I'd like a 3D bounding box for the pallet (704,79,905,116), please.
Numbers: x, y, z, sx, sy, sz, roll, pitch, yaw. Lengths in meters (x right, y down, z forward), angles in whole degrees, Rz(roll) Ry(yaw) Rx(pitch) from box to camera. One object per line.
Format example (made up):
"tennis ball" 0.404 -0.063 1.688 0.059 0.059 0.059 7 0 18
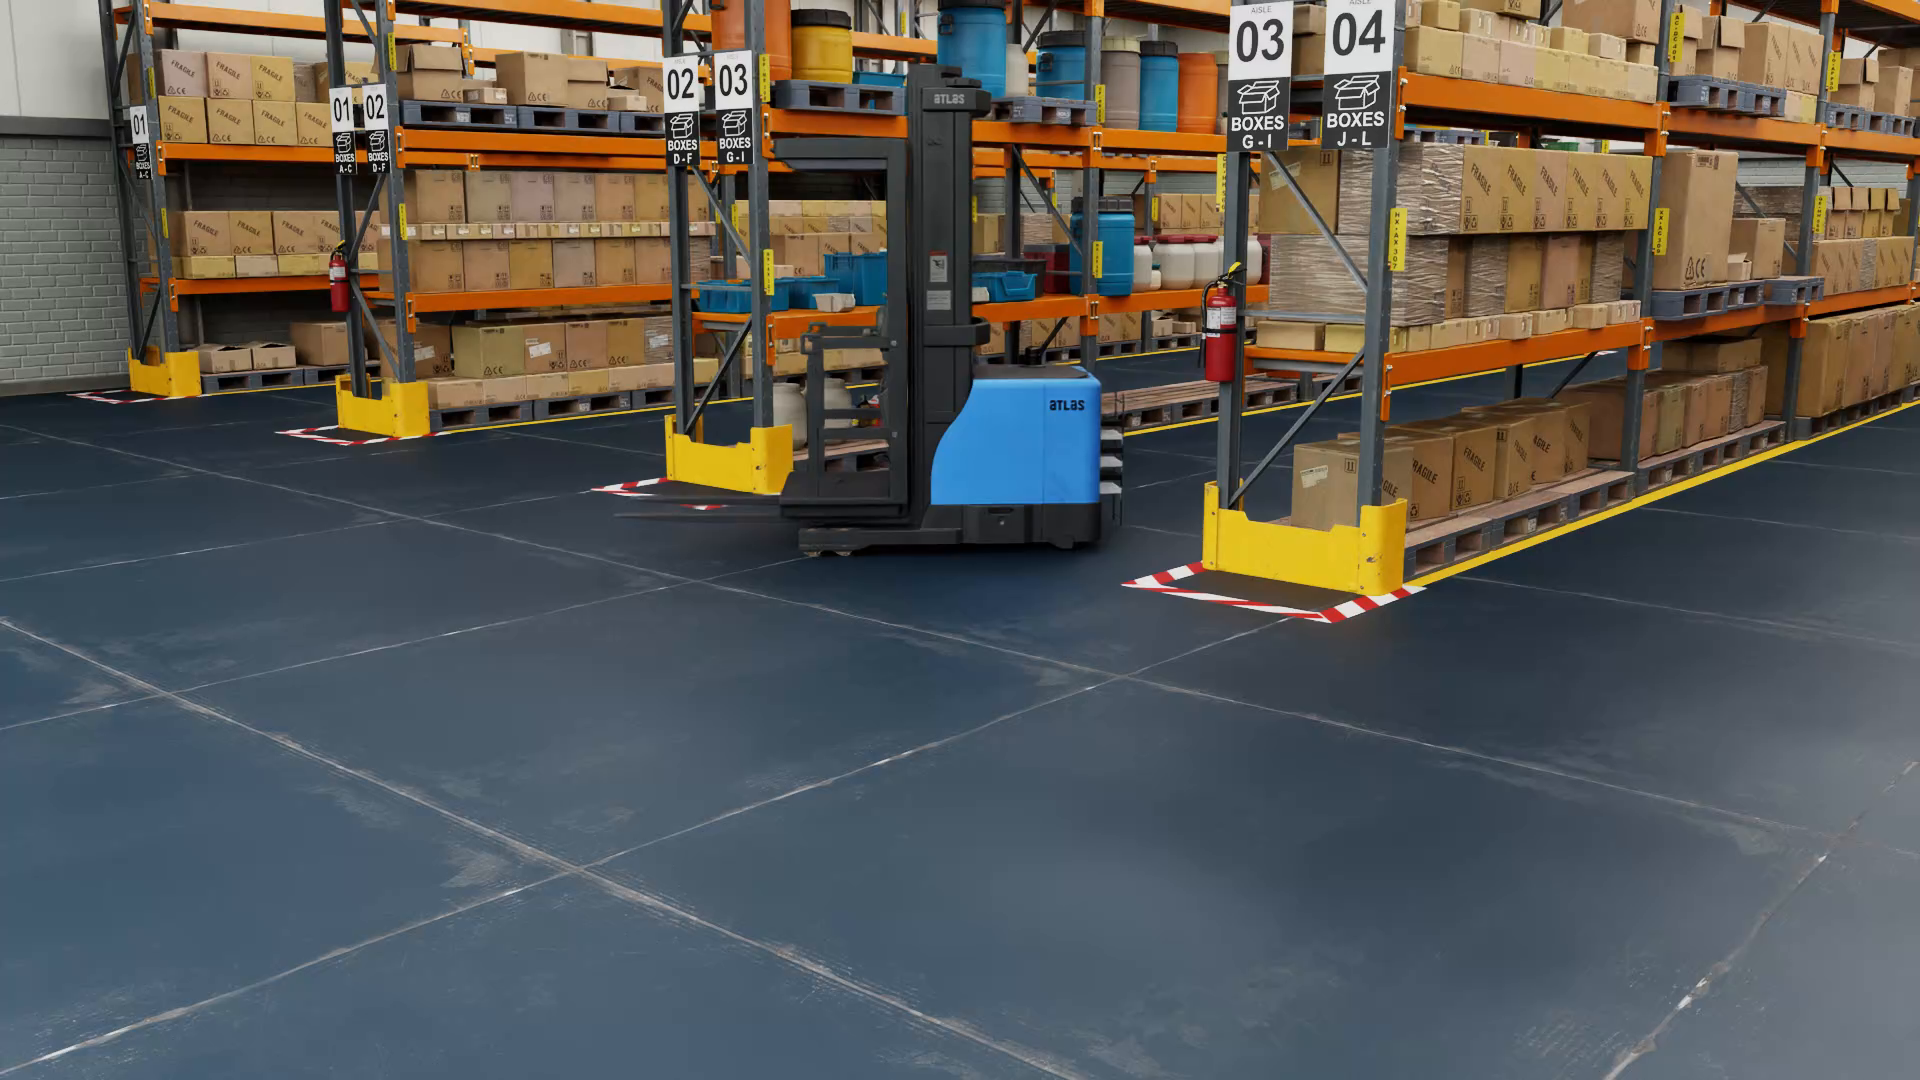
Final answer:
"pallet" -1.183 -3.374 12.768 1.003 0.211 1.213 10 15 40

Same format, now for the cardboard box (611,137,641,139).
"cardboard box" -4.889 -5.697 23.602 0.637 0.503 0.797 -10 15 -40

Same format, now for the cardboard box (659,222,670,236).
"cardboard box" -3.234 -3.340 17.865 0.380 0.149 0.250 9 15 39

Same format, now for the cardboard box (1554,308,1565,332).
"cardboard box" 3.775 -1.464 11.025 0.380 0.149 0.250 10 15 40

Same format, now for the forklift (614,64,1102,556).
"forklift" -0.650 -1.446 10.467 3.031 2.935 1.130 0 11 -2

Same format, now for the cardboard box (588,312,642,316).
"cardboard box" -3.746 -2.239 18.295 0.500 0.500 0.500 10 15 40

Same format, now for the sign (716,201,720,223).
"sign" -3.549 -4.804 24.353 0.100 0.325 0.005 10 15 40

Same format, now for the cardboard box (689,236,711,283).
"cardboard box" -3.168 -3.099 18.312 0.700 0.500 0.500 9 15 39

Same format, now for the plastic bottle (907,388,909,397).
"plastic bottle" -0.412 -1.236 14.882 0.144 0.351 0.185 10 15 40

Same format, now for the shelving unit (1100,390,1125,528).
"shelving unit" 0.961 -0.541 11.122 0.210 0.900 0.258 -1 11 -8

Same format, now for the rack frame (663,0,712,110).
"rack frame" -3.963 -7.286 24.215 1.000 3.000 0.127 10 15 40

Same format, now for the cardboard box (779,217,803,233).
"cardboard box" -2.769 -4.736 25.699 0.500 0.500 0.500 10 15 40

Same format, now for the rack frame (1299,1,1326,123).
"rack frame" 3.479 -6.005 17.802 1.000 3.000 0.127 10 15 40

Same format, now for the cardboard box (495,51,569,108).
"cardboard box" -4.219 -4.531 16.394 0.500 0.500 0.500 10 15 40

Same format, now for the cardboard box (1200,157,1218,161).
"cardboard box" 3.572 -5.876 25.198 0.500 0.250 0.500 10 15 40

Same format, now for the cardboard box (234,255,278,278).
"cardboard box" -8.351 -3.212 19.468 0.500 0.250 0.500 9 15 39

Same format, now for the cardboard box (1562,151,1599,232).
"cardboard box" 3.808 -2.271 10.854 0.500 0.500 0.500 10 15 40

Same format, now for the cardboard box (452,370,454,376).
"cardboard box" -5.068 -1.577 16.897 0.500 0.250 0.500 10 15 40

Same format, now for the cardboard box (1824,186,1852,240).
"cardboard box" 8.126 -3.165 16.082 0.797 0.503 0.637 10 15 42

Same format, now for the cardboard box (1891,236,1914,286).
"cardboard box" 9.736 -2.956 17.599 0.500 0.500 0.500 10 15 41

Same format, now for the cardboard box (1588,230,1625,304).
"cardboard box" 4.215 -1.971 11.907 0.875 0.500 0.500 10 15 40

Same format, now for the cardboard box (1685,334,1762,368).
"cardboard box" 6.779 -1.678 14.799 0.500 0.250 0.500 11 15 43

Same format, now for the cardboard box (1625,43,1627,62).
"cardboard box" 4.316 -3.315 11.355 0.380 0.149 0.250 10 15 41

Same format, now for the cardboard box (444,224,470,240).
"cardboard box" -4.928 -2.963 15.979 0.380 0.149 0.250 9 15 39

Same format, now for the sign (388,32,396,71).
"sign" -5.108 -4.393 14.955 0.100 0.325 0.005 10 15 40

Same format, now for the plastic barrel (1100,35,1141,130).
"plastic barrel" 1.443 -4.391 16.097 0.600 0.901 0.600 0 11 0

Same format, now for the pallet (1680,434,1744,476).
"pallet" 5.877 -0.762 13.988 1.003 0.211 1.213 10 15 40

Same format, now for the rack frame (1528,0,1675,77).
"rack frame" 4.559 -4.776 11.650 1.000 3.000 0.127 10 15 40

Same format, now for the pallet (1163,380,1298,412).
"pallet" 2.938 -1.587 18.118 1.003 0.211 1.213 10 15 40

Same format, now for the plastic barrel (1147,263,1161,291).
"plastic barrel" 1.827 -2.582 16.333 0.301 0.262 0.301 0 11 0

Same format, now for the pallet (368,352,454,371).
"pallet" -7.020 -2.285 21.612 1.003 0.211 1.213 10 15 40

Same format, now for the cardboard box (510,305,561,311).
"cardboard box" -5.842 -3.289 22.864 0.500 0.250 0.500 9 15 39

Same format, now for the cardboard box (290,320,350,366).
"cardboard box" -7.822 -2.433 20.491 0.700 0.500 0.500 9 14 37

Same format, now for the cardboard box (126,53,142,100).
"cardboard box" -9.156 -5.285 18.993 0.500 0.500 0.500 11 15 43

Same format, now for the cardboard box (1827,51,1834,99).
"cardboard box" 7.548 -4.250 15.335 0.797 0.503 0.637 11 16 44

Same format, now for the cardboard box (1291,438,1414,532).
"cardboard box" 2.343 -0.316 9.944 0.500 0.500 0.500 -9 14 -37

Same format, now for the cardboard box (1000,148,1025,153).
"cardboard box" 0.360 -5.368 22.014 0.910 0.500 0.500 10 15 40

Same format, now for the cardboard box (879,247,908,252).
"cardboard box" -0.976 -3.554 21.074 0.500 0.311 0.500 10 15 40

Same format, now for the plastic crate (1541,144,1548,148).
"plastic crate" 7.582 -5.246 22.332 0.437 0.136 0.530 10 15 40

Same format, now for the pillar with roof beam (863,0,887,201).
"pillar with roof beam" 1.723 -7.533 25.451 9.100 9.000 0.400 10 15 40

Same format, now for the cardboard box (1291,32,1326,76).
"cardboard box" 2.046 -2.747 9.531 0.500 0.250 0.500 10 15 42

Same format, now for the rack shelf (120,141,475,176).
"rack shelf" -7.924 -4.580 20.160 1.077 0.370 4.000 10 15 40

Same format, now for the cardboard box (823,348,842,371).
"cardboard box" -1.750 -2.152 19.777 0.500 0.250 0.500 9 15 39

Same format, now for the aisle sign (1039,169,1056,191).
"aisle sign" 1.590 -6.768 30.300 0.394 0.787 0.004 10 15 40

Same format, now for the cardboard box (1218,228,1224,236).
"cardboard box" 3.944 -4.606 25.857 0.500 0.500 0.500 9 15 40

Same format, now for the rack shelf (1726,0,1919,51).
"rack shelf" 8.519 -5.110 16.179 1.077 0.370 4.000 10 15 40

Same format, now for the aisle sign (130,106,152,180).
"aisle sign" -9.066 -4.393 18.408 0.394 0.787 0.004 10 15 40

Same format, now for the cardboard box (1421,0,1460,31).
"cardboard box" 2.518 -2.875 9.154 0.380 0.149 0.250 10 15 42

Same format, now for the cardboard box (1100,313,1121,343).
"cardboard box" 1.958 -3.101 23.840 0.500 0.500 0.500 10 15 41

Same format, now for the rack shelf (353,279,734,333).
"rack shelf" -4.200 -2.469 17.250 1.077 0.370 4.000 10 15 40

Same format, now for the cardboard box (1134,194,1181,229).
"cardboard box" 2.923 -4.865 24.603 0.500 0.500 0.500 10 15 42

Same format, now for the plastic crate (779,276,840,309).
"plastic crate" -1.264 -2.021 13.549 0.499 0.251 0.408 10 15 40

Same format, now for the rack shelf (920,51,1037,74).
"rack shelf" 1.080 -6.392 22.594 1.077 0.370 4.000 10 15 40

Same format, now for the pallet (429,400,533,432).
"pallet" -5.047 -1.278 16.570 1.003 0.211 1.213 10 15 40
